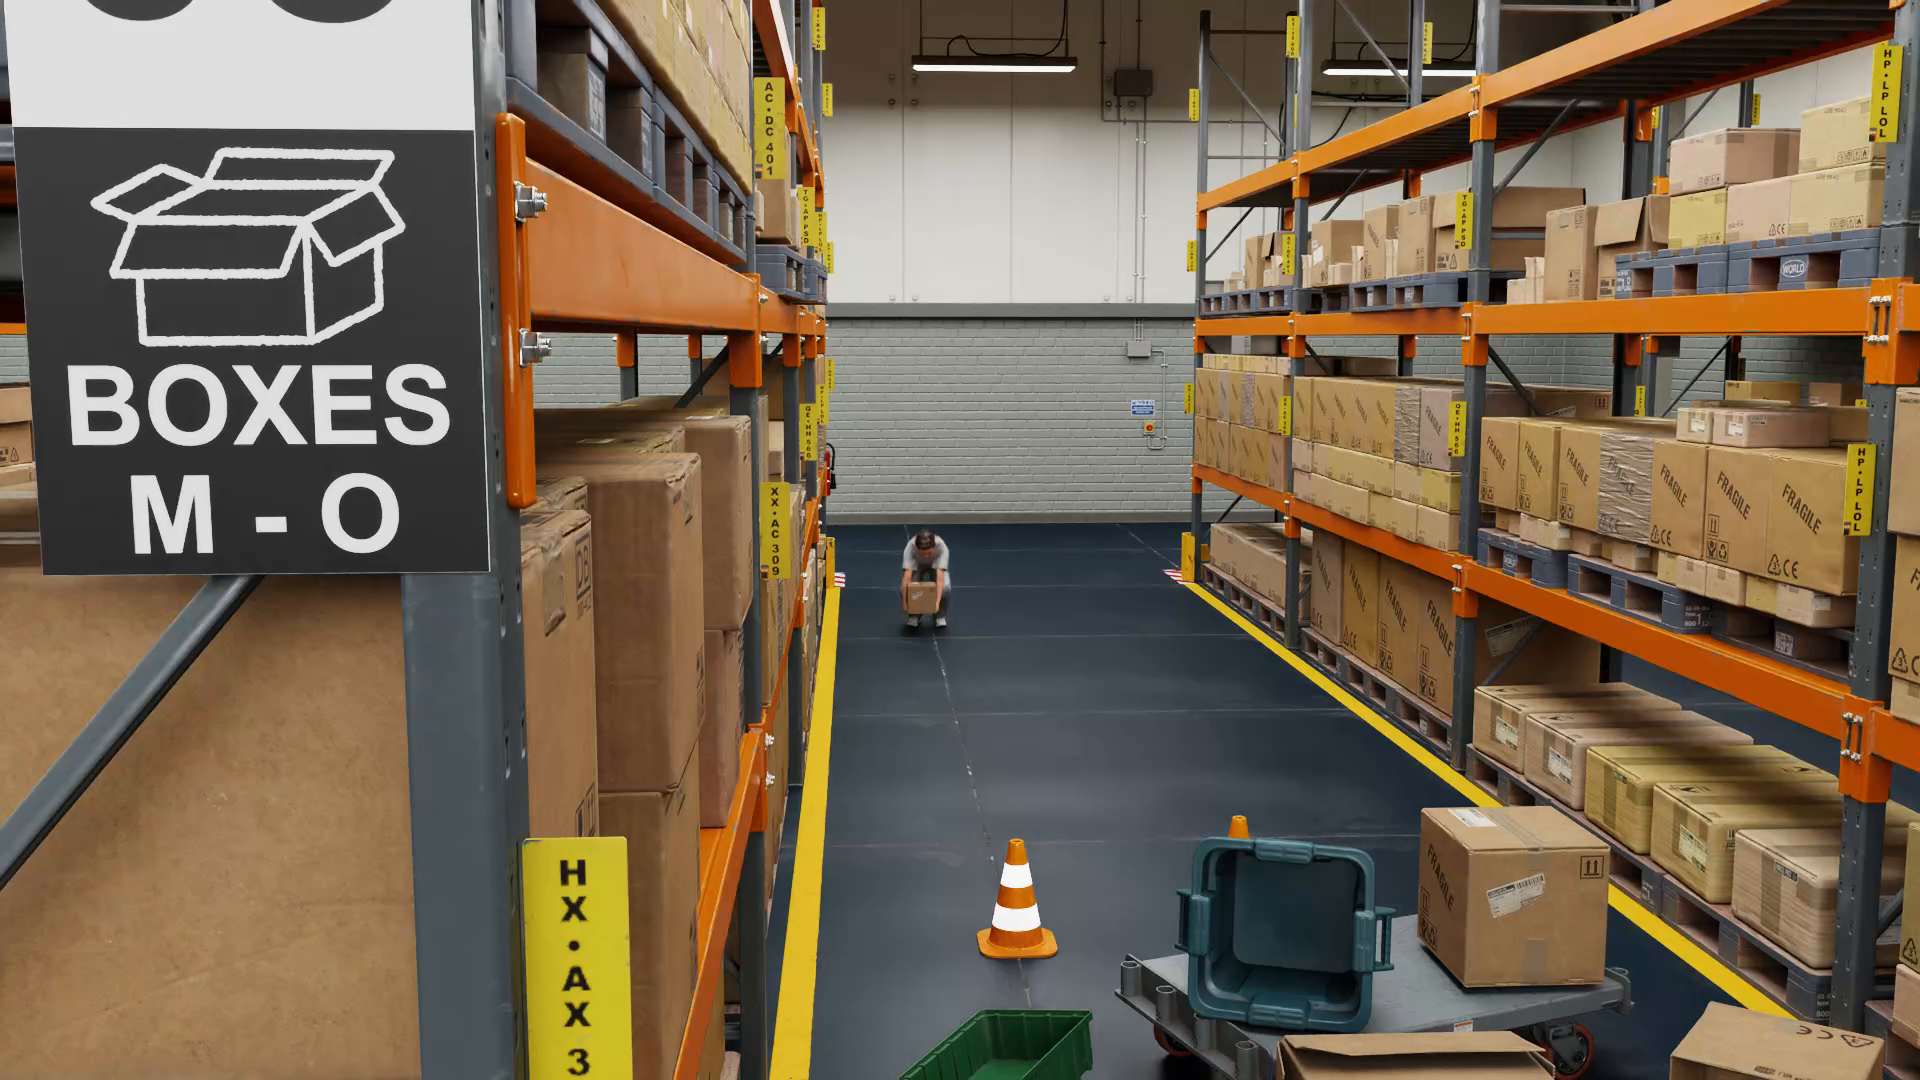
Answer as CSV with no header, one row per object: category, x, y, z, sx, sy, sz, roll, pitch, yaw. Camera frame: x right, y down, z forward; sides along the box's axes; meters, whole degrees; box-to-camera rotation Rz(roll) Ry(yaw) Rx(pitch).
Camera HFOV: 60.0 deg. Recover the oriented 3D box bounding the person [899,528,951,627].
person,-0.310,0.338,15.074,0.467,0.930,0.851,0,7,4
